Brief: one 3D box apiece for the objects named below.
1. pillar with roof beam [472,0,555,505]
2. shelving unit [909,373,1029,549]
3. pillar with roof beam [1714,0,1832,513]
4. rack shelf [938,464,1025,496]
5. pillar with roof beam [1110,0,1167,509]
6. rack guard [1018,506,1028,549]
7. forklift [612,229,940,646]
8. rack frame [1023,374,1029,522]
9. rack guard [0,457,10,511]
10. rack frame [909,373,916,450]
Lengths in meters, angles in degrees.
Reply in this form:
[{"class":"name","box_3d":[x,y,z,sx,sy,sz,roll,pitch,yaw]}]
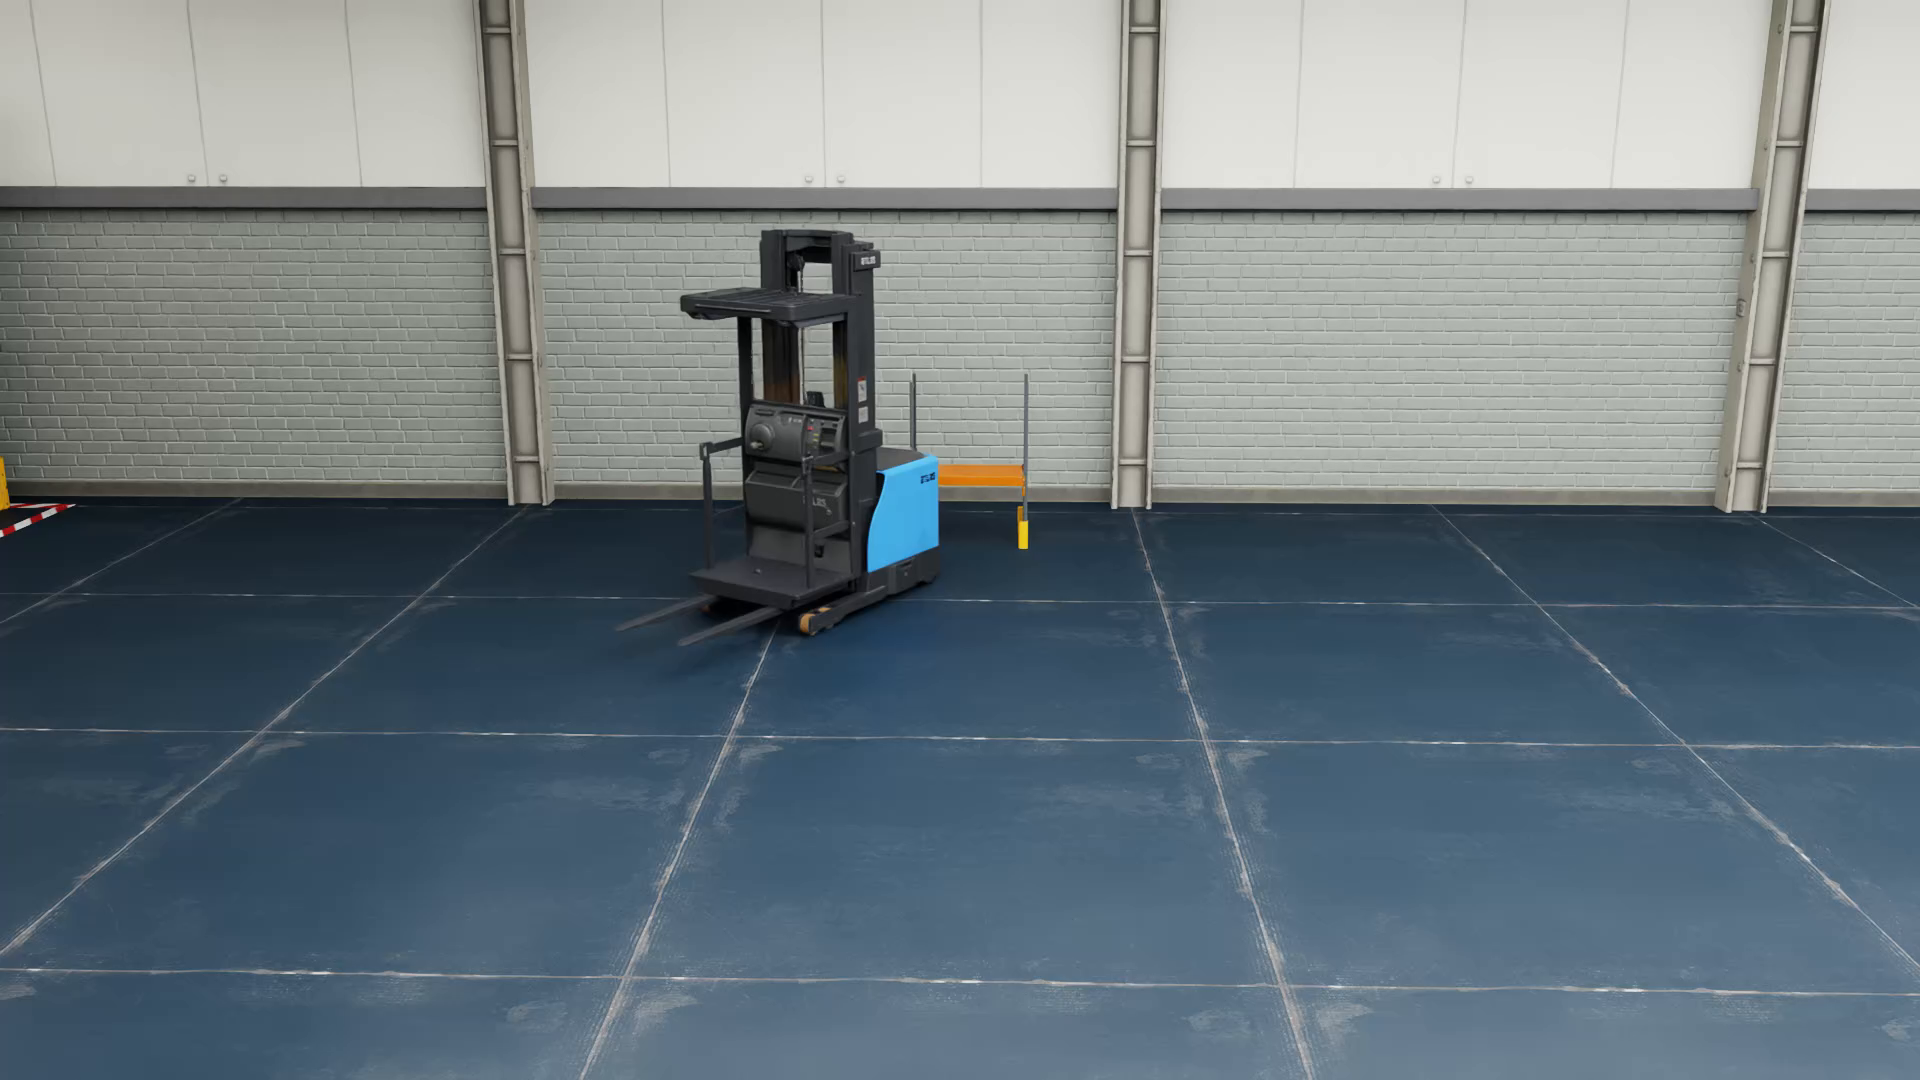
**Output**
[{"class":"pillar with roof beam","box_3d":[-4.411,-3.639,11.405,0.400,9.000,9.100,0,15,1]},{"class":"shelving unit","box_3d":[0.076,-0.725,15.057,1.083,1.500,0.587,0,15,1]},{"class":"pillar with roof beam","box_3d":[7.585,-3.561,11.108,0.400,9.000,9.100,0,15,1]},{"class":"rack shelf","box_3d":[0.085,-0.551,15.102,1.000,0.185,0.538,0,15,1]},{"class":"pillar with roof beam","box_3d":[1.587,-3.600,11.256,0.400,9.000,9.100,0,15,1]},{"class":"rack guard","box_3d":[0.574,-0.117,15.204,0.087,0.250,0.587,0,15,1]},{"class":"forklift","box_3d":[-1.391,-0.835,12.670,1.130,2.935,3.031,9,17,32]},{"class":"rack frame","box_3d":[0.593,-0.721,15.044,0.032,1.500,0.500,0,15,1]},{"class":"rack guard","box_3d":[-9.602,-0.432,15.909,0.348,0.500,1.175,0,15,1]},{"class":"rack frame","box_3d":[-0.423,-0.728,15.069,0.032,1.500,0.500,0,15,1]}]
